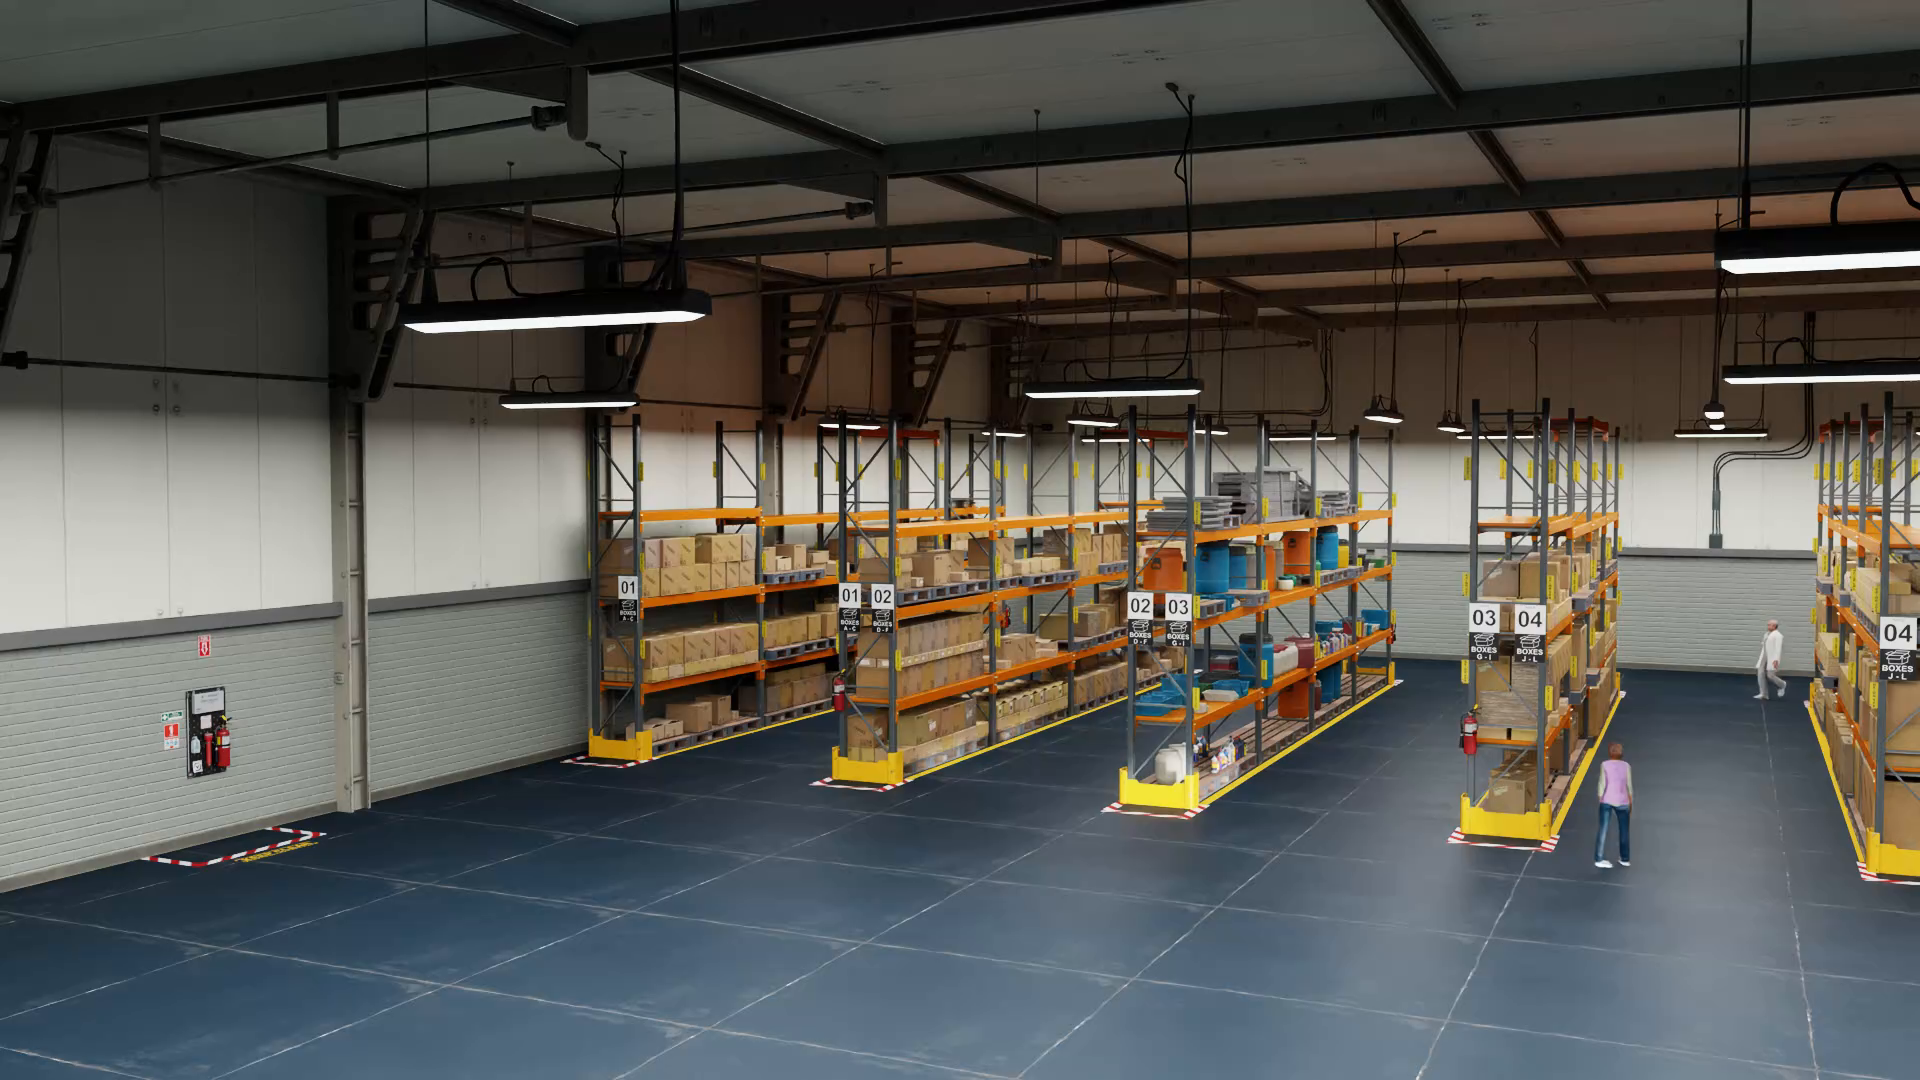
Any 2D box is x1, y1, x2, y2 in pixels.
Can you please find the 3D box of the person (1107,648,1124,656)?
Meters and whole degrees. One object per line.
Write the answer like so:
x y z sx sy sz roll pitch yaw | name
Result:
3.938 2.374 42.339 0.640 1.758 0.600 0 2 -6 | person

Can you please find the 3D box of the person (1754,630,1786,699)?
17.764 2.718 36.392 0.698 1.551 0.639 -1 3 -23 | person

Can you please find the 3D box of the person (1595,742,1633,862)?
8.277 3.307 21.006 0.406 1.529 0.407 2 3 37 | person
